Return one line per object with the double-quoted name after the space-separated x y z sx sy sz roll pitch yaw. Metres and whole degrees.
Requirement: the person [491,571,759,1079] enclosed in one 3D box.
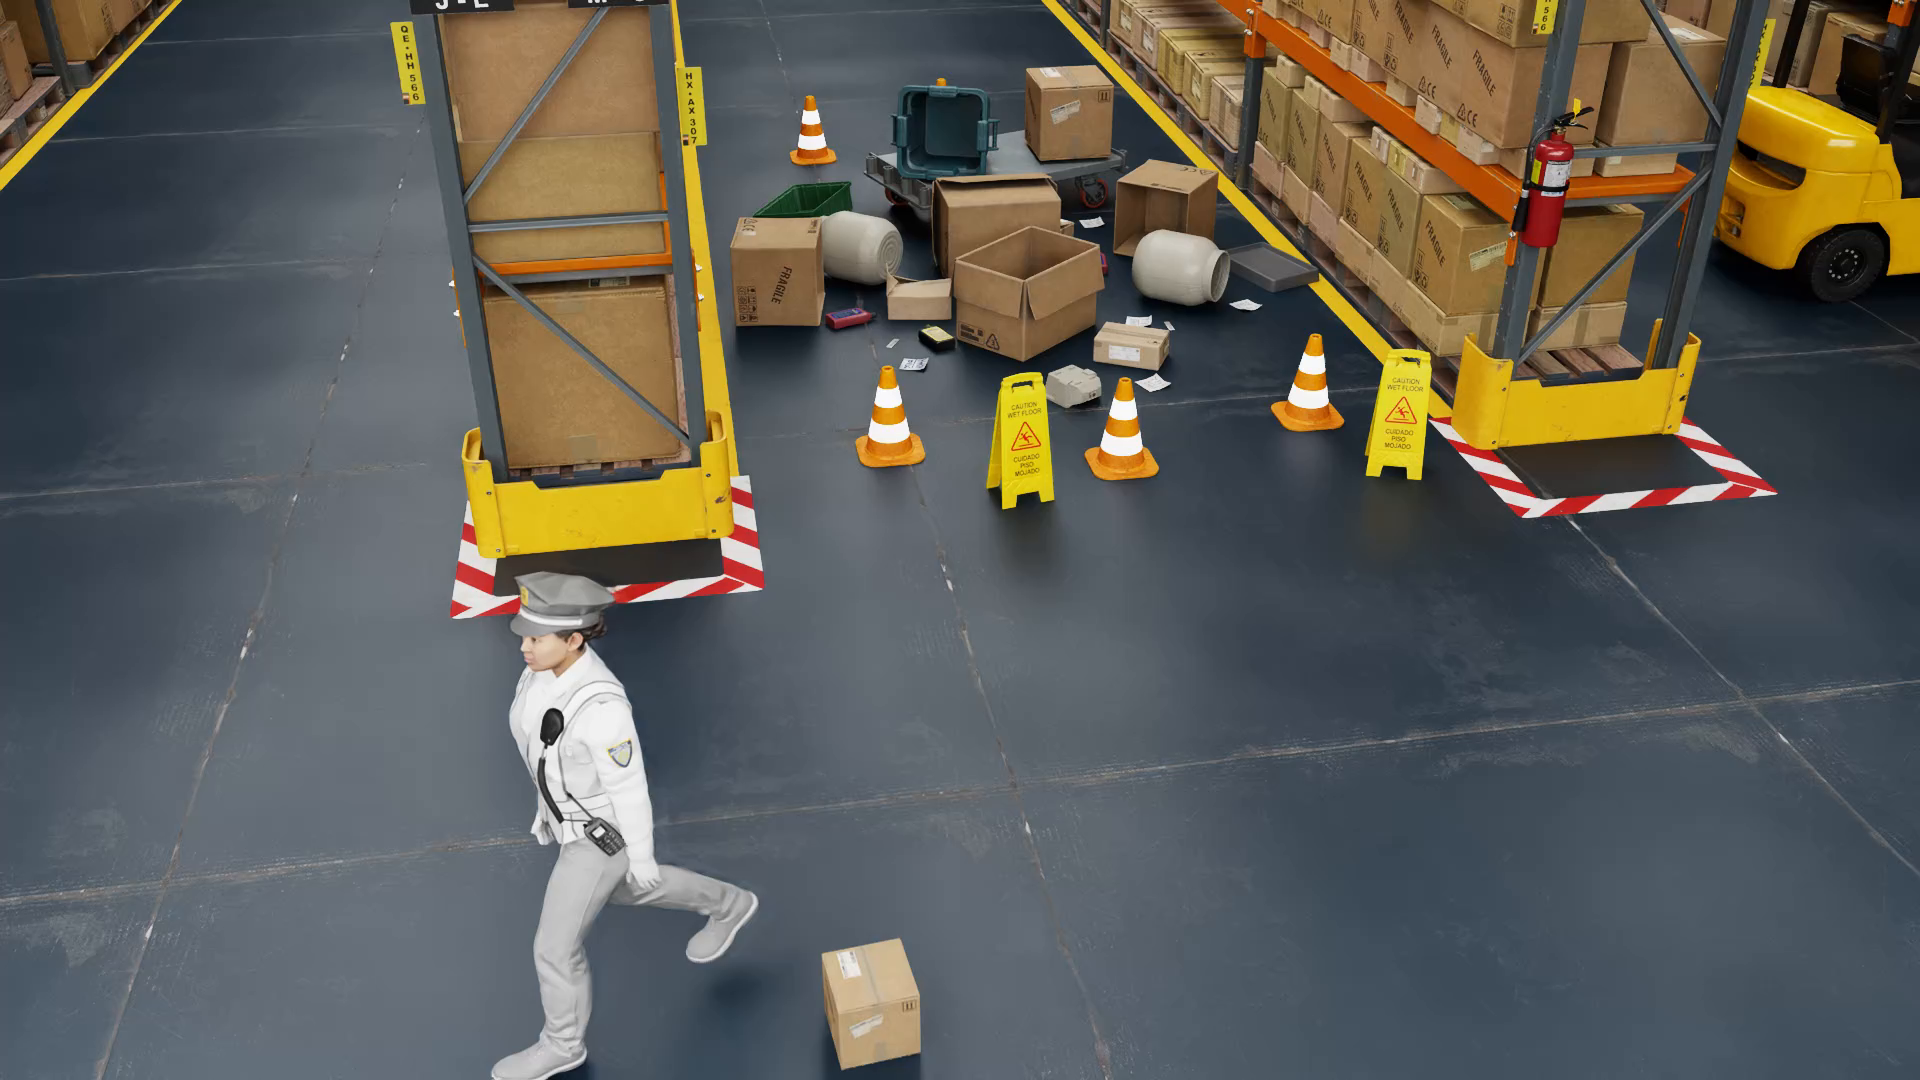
-1.017 0.782 4.792 0.938 1.646 0.477 -16 35 -25 "person"
